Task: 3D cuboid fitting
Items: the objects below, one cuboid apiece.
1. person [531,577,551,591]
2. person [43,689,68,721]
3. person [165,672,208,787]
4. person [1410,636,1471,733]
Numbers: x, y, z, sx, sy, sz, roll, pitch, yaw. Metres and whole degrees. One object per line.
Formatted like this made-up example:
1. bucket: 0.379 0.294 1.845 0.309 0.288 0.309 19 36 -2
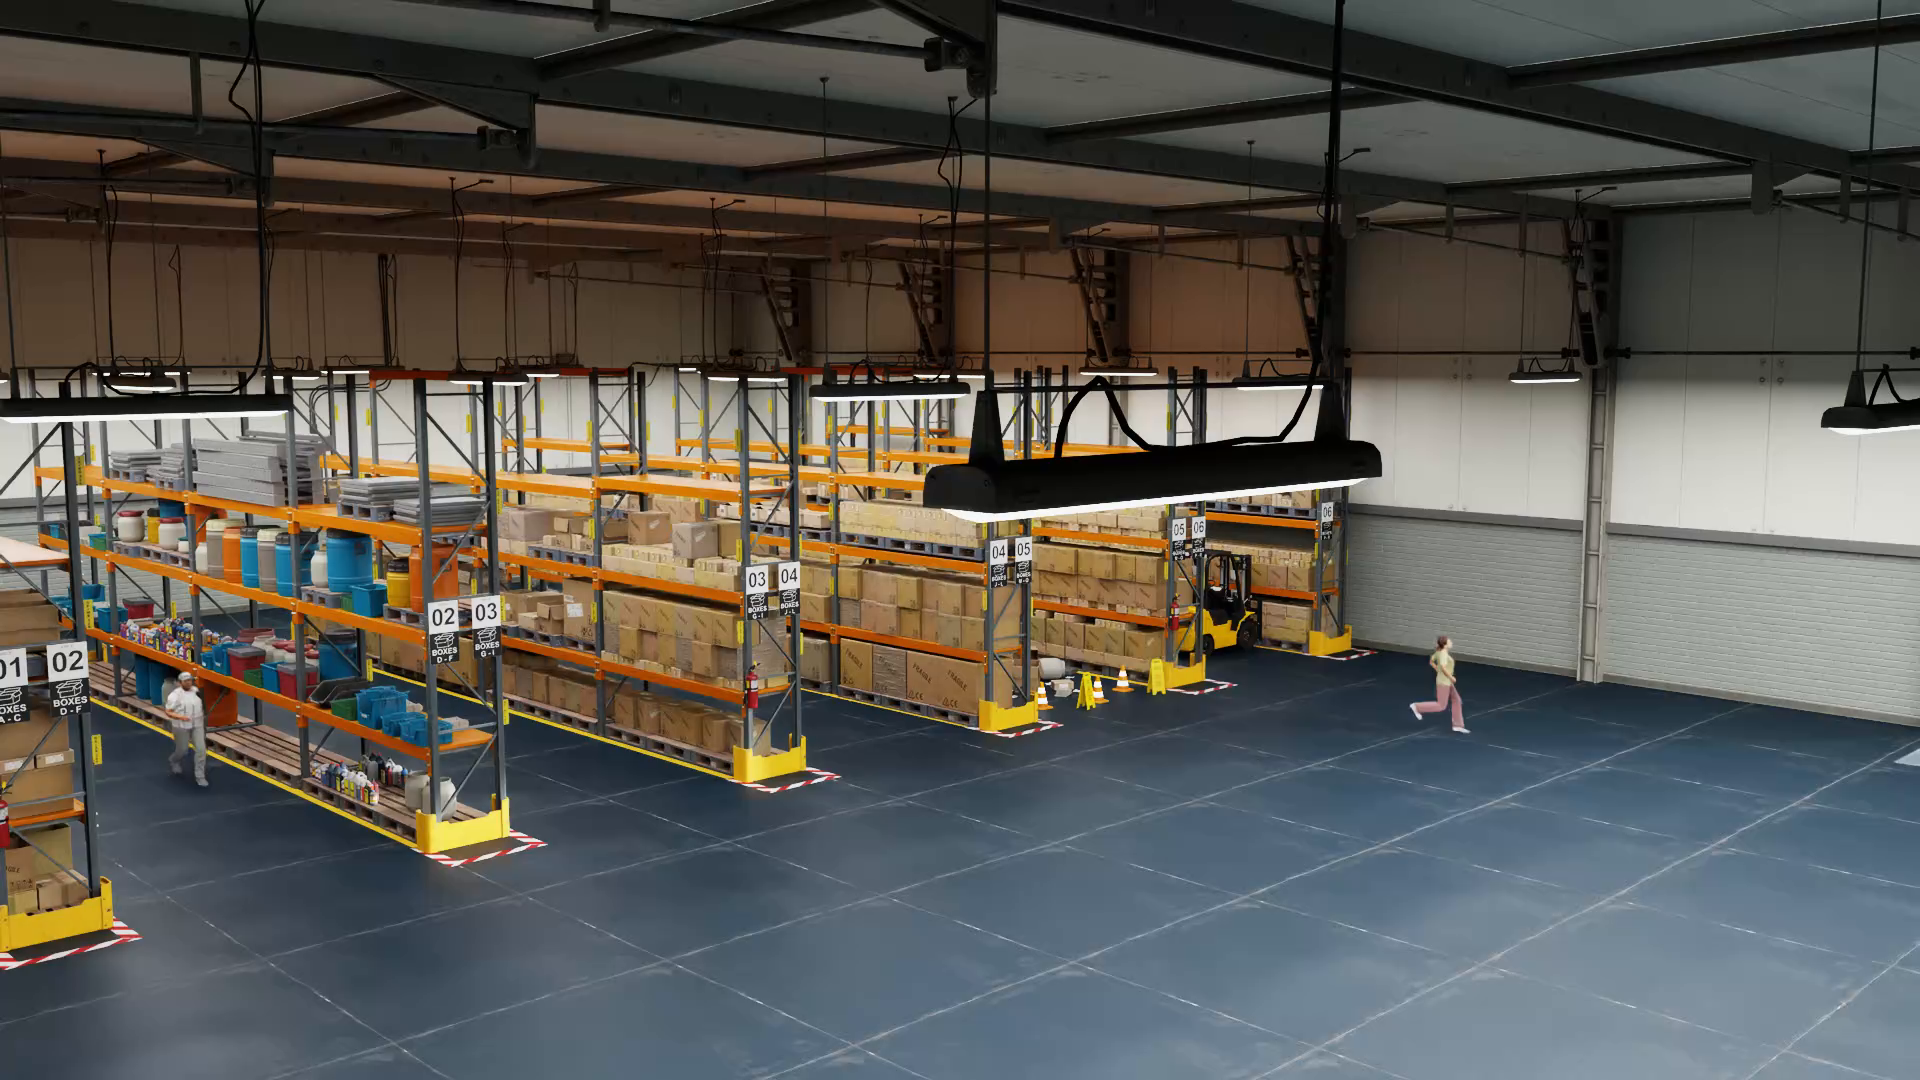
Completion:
1. person: -10.382 0.834 40.819 0.929 1.750 0.751 0 6 -1
2. person: -14.008 2.621 25.763 0.593 1.642 0.663 6 9 43
3. person: -11.362 2.757 24.452 0.896 1.668 0.610 6 9 41
4. person: 8.036 2.413 27.750 0.995 1.652 0.561 1 7 12
